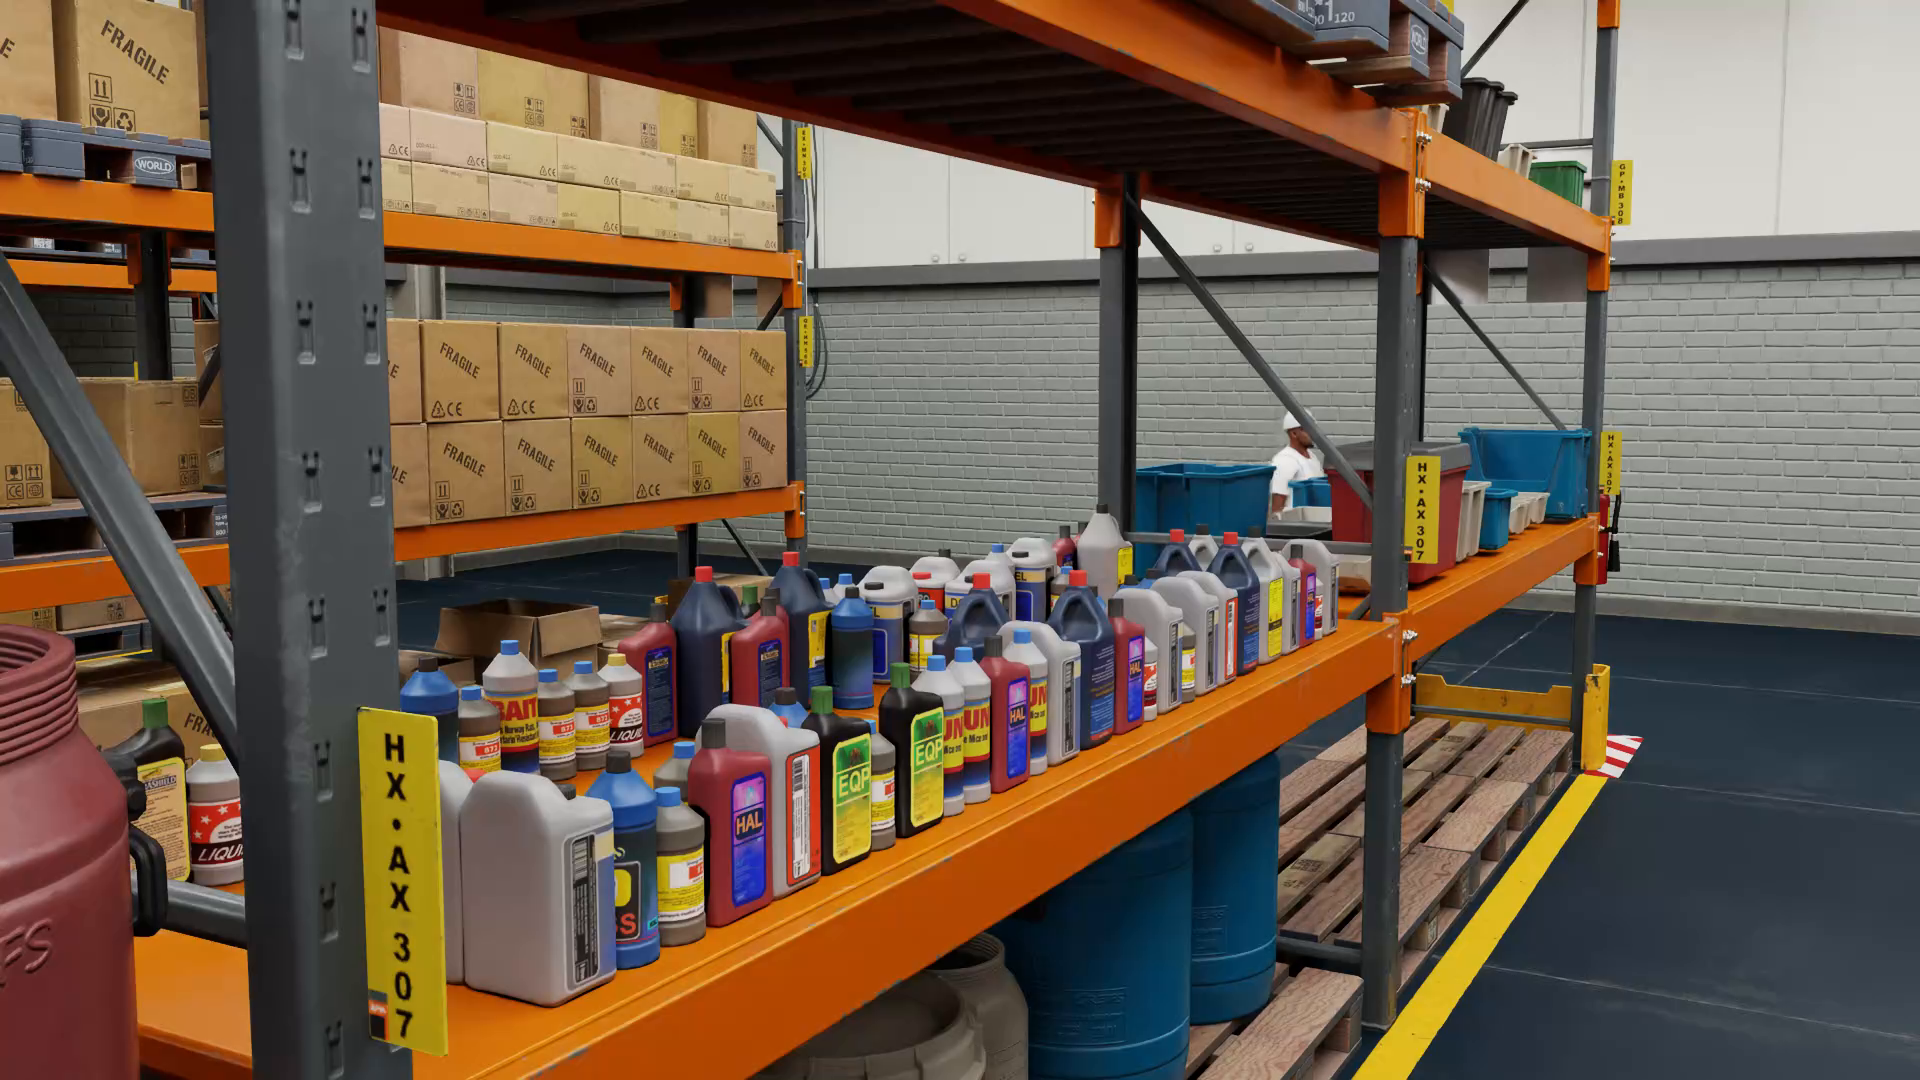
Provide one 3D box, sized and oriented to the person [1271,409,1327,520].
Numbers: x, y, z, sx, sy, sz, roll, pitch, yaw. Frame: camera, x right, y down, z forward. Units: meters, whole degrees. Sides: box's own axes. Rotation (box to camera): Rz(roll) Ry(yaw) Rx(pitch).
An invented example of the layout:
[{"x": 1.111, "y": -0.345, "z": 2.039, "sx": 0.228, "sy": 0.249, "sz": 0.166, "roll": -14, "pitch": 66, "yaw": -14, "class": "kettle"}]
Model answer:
[{"x": 2.424, "y": -0.070, "z": 11.994, "sx": 0.707, "sy": 1.746, "sz": 0.576, "roll": 4, "pitch": 7, "yaw": 31, "class": "person"}]
